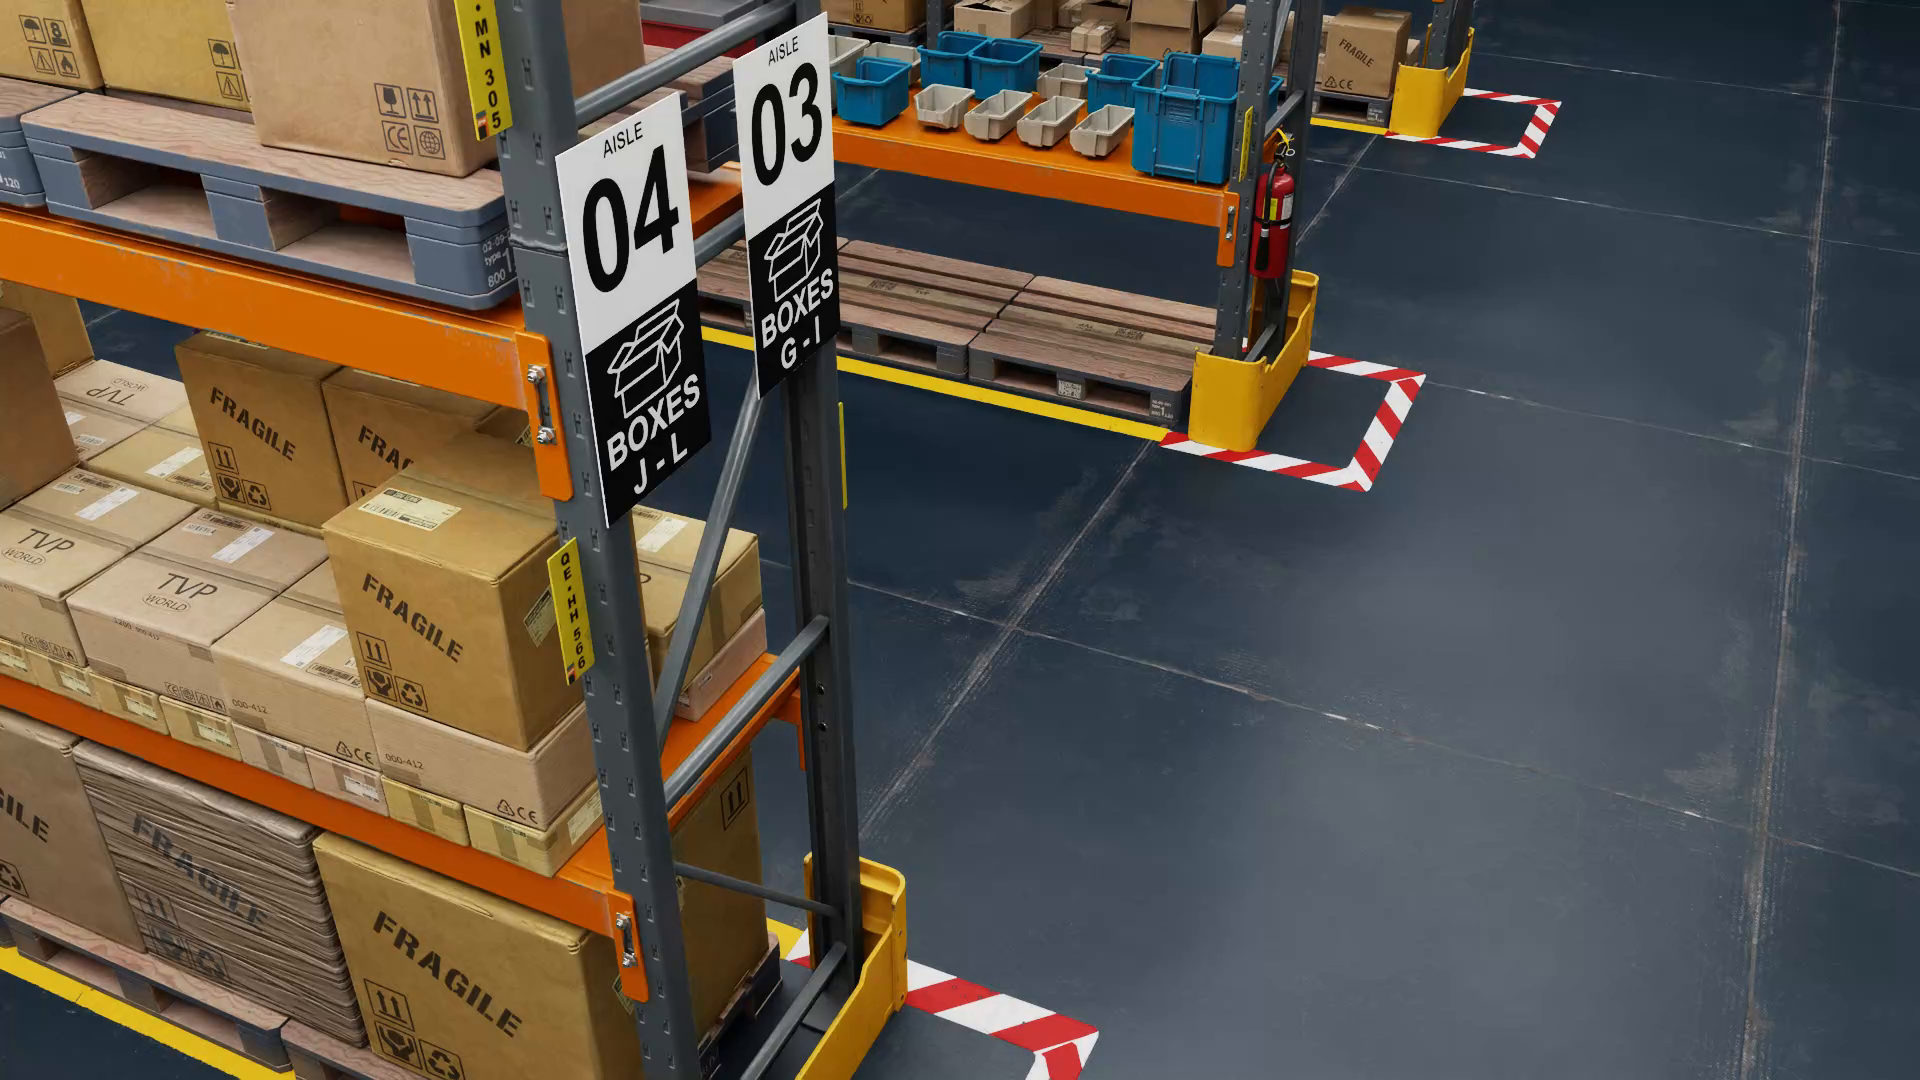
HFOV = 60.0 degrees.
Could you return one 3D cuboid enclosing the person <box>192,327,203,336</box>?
[{"bbox_3d":[-2.900,-0.608,7.002,0.706,1.749,0.579,15,37,22],"label":"person"}]
